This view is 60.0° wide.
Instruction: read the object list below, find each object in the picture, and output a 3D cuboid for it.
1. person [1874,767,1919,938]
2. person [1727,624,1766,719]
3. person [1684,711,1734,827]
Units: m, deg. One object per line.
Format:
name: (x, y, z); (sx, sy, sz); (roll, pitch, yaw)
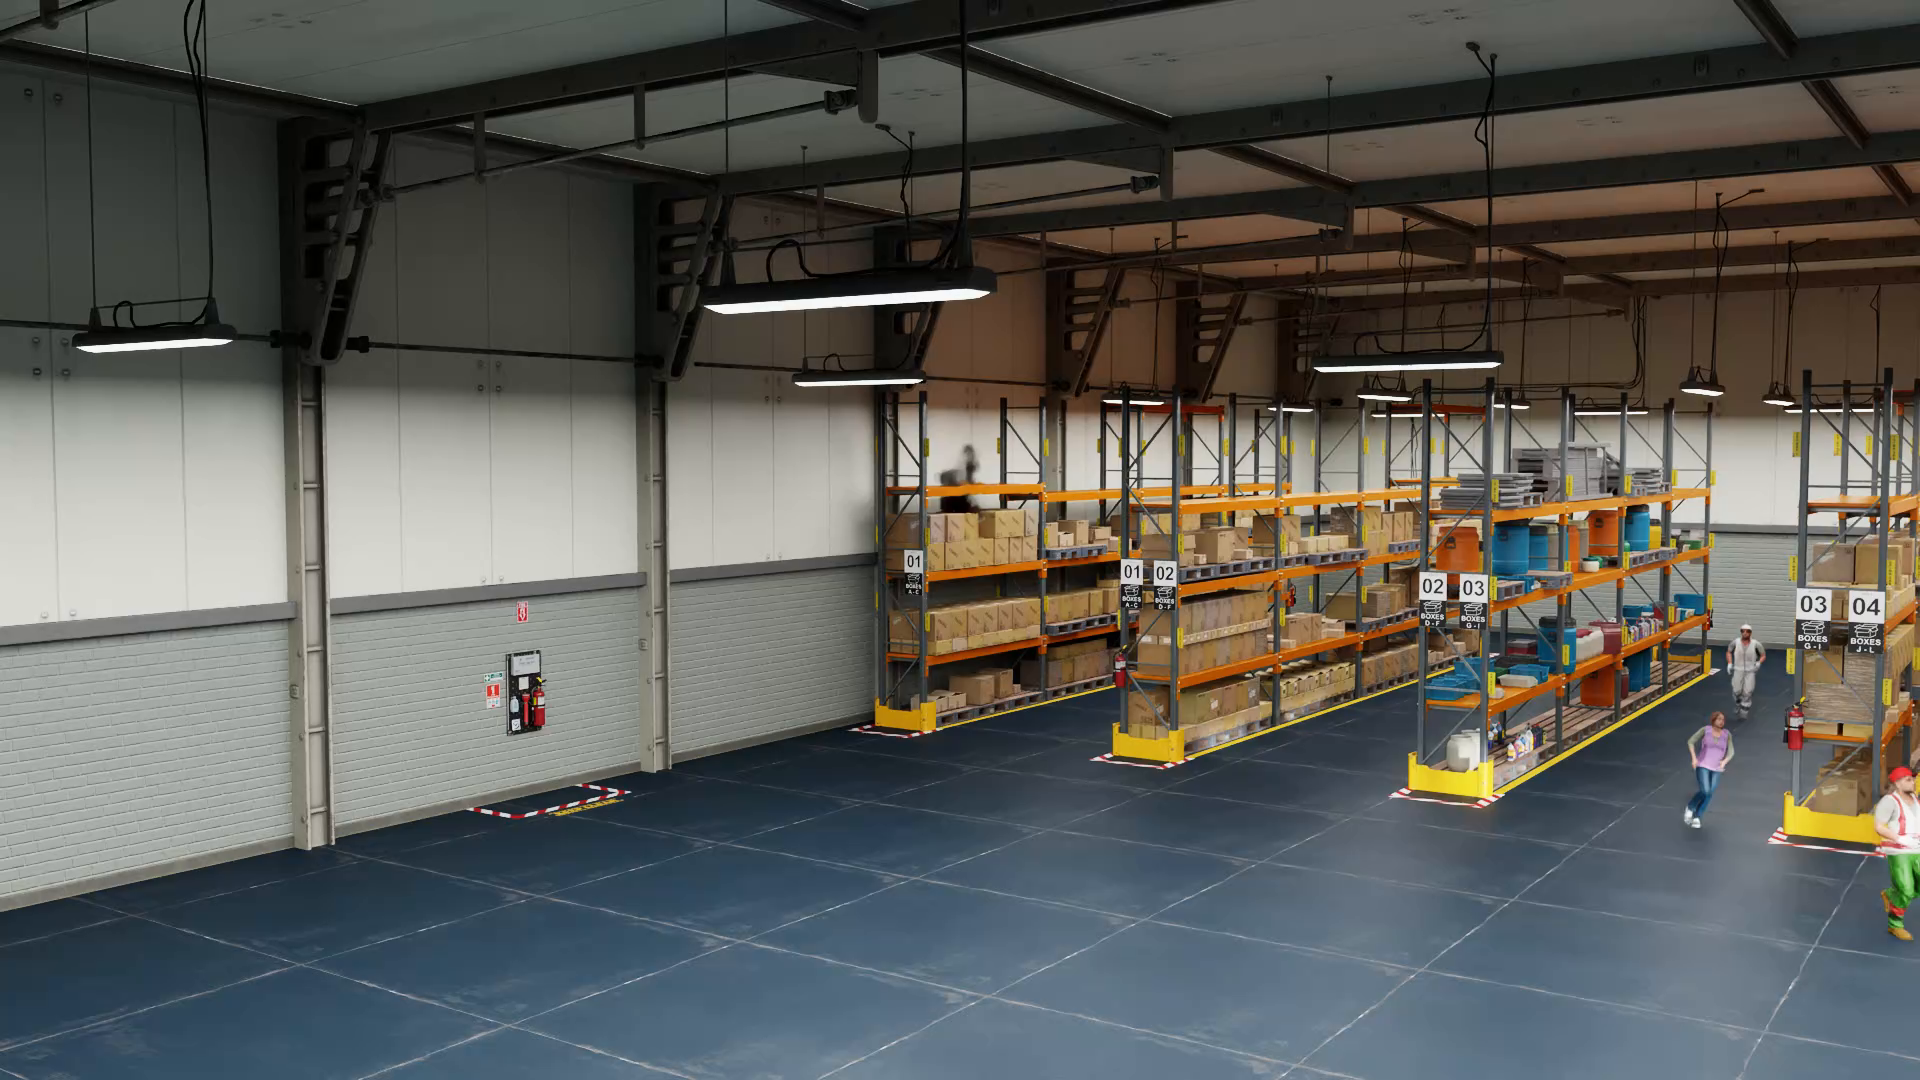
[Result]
person: (9.644, 3.186, 16.995); (0.701, 1.745, 0.609); (-1, 3, -22)
person: (14.463, 2.426, 30.615); (0.668, 1.749, 0.583); (2, 4, 28)
person: (9.855, 3.012, 21.827); (0.575, 1.547, 0.509); (0, 3, 9)
